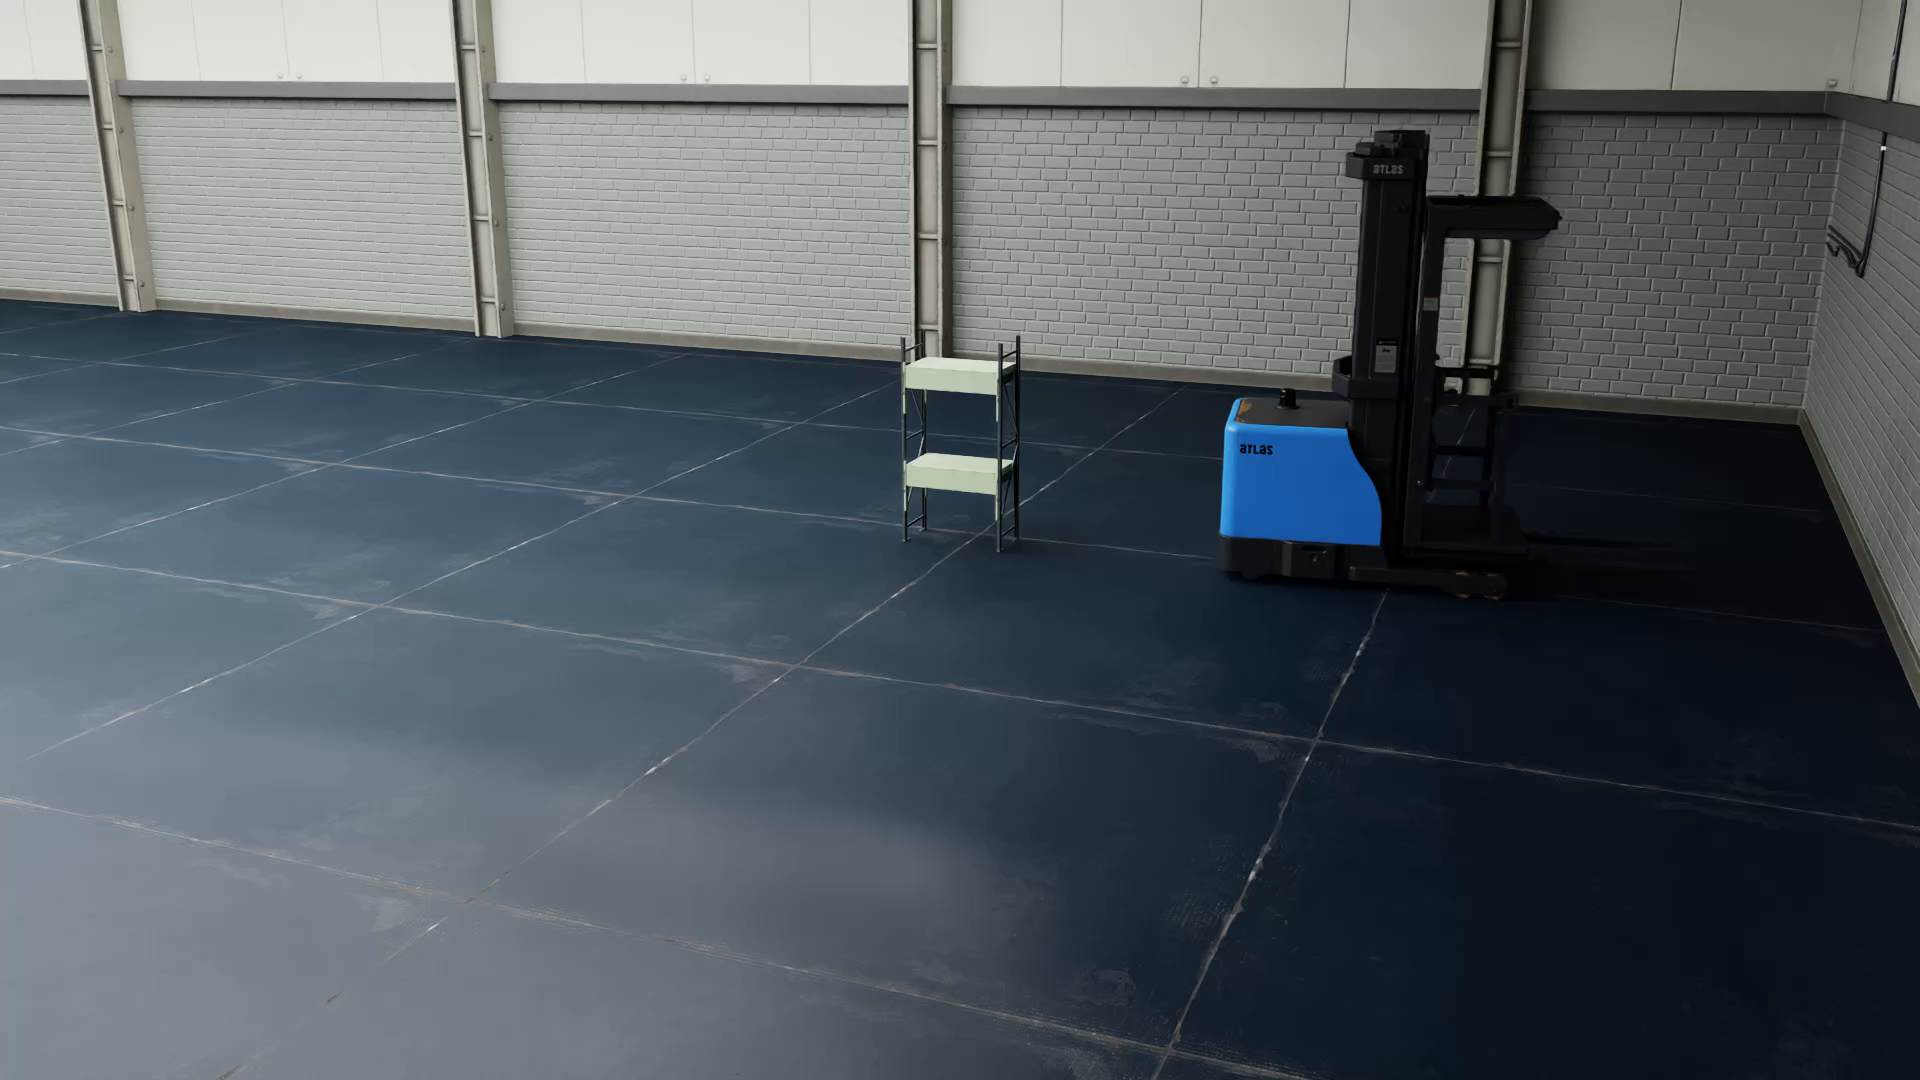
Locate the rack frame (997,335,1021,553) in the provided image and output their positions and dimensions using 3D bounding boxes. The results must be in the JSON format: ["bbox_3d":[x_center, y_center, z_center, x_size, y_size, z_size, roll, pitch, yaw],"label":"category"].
[{"bbox_3d":[0.347,-0.682,11.833,0.023,1.500,0.400,6,17,21],"label":"rack frame"}]

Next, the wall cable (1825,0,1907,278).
[{"bbox_3d":[7.513,-3.565,13.883,0.112,2.526,3.097,6,17,21],"label":"wall cable"}]

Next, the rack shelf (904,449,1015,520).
[{"bbox_3d":[0.006,-0.406,12.053,0.720,0.370,0.431,6,17,21],"label":"rack shelf"}]

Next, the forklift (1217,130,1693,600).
[{"bbox_3d":[3.315,-1.180,10.982,3.031,2.935,1.130,4,17,12],"label":"forklift"}]

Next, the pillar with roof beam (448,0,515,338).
[{"bbox_3d":[-7.485,-5.812,16.052,0.400,9.000,9.100,6,17,21],"label":"pillar with roof beam"}]

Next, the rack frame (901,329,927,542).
[{"bbox_3d":[-0.334,-0.757,12.091,0.023,1.500,0.400,6,17,21],"label":"rack frame"}]

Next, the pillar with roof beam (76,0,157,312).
[{"bbox_3d":[-13.066,-6.425,18.166,0.400,9.000,9.100,6,17,21],"label":"pillar with roof beam"}]

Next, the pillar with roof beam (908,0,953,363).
[{"bbox_3d":[-1.903,-5.198,13.938,0.400,9.000,9.100,6,17,21],"label":"pillar with roof beam"}]

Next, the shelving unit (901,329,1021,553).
[{"bbox_3d":[0.006,-0.720,11.962,0.755,1.500,0.431,6,17,21],"label":"shelving unit"}]

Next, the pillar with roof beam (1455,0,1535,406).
[{"bbox_3d":[3.678,-4.584,11.823,0.400,9.000,9.100,6,17,21],"label":"pillar with roof beam"}]

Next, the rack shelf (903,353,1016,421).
[{"bbox_3d":[0.006,-1.094,11.853,0.720,0.370,0.431,6,17,21],"label":"rack shelf"}]
